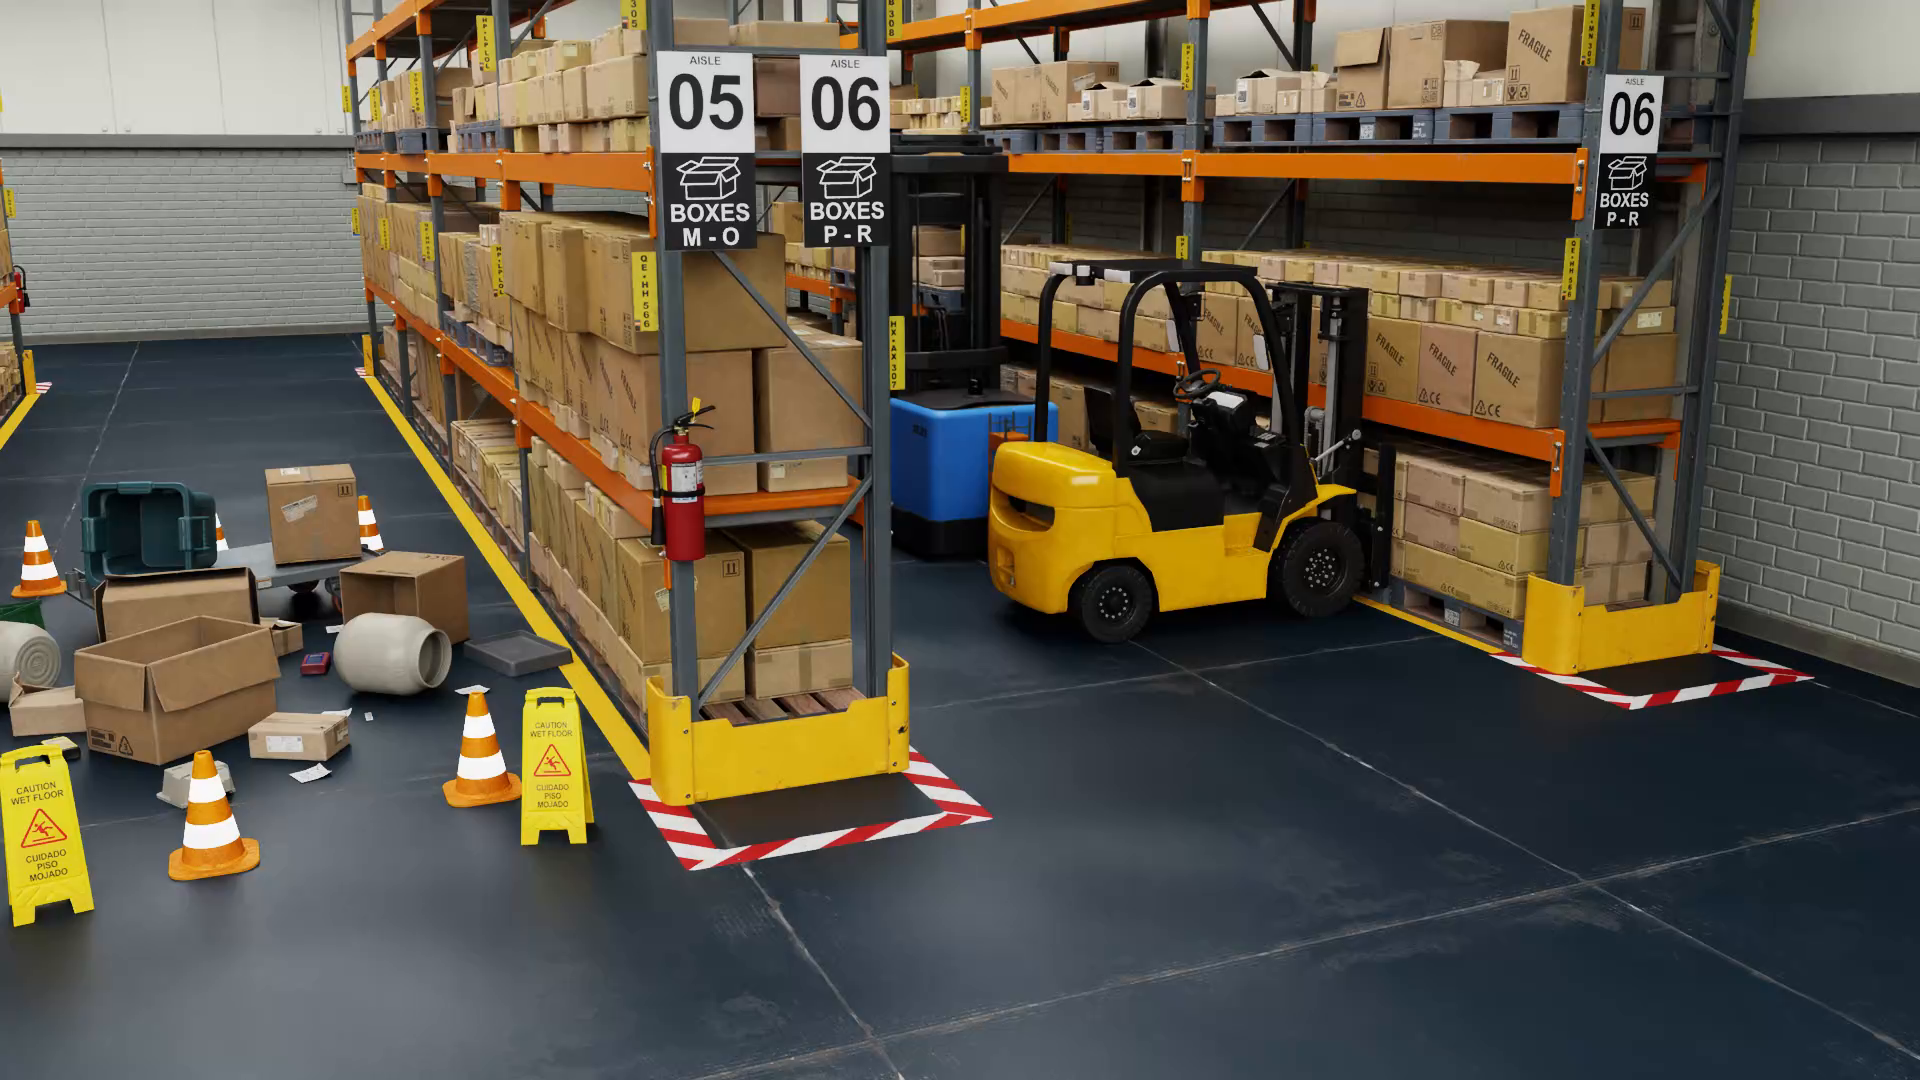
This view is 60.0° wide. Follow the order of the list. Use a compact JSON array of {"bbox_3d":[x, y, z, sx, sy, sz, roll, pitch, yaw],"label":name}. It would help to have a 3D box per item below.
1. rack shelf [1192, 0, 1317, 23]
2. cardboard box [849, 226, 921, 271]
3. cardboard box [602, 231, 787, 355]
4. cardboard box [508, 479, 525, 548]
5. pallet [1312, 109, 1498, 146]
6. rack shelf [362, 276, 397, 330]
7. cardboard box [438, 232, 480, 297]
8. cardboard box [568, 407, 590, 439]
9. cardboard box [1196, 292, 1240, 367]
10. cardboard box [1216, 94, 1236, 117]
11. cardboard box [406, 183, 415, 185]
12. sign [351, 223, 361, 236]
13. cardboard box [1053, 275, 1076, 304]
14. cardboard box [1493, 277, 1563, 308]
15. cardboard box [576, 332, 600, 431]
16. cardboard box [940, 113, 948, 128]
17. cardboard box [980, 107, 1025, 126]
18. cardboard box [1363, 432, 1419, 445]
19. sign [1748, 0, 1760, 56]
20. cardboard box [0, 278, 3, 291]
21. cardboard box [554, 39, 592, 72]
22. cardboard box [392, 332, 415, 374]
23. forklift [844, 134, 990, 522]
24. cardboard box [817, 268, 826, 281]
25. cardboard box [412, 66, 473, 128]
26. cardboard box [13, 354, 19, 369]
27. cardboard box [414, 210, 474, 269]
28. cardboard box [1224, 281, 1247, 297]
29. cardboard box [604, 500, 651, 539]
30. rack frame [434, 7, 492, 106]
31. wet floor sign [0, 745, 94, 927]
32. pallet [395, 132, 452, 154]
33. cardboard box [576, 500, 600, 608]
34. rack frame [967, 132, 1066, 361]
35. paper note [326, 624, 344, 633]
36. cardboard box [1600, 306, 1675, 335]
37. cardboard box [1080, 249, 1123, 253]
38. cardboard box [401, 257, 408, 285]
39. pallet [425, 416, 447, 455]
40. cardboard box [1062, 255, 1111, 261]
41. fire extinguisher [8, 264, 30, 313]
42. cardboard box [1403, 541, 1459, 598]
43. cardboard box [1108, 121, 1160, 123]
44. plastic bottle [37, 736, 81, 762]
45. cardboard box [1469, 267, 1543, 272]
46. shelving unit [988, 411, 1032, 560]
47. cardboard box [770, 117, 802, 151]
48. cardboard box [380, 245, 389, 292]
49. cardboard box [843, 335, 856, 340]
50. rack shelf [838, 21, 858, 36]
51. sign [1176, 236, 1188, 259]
[{"bbox_3d":[2.956,-3.598,10.443,1.077,0.370,4.000,-6,14,-23],"label":"rack shelf"},{"bbox_3d":[-0.854,-3.313,18.880,0.700,0.500,0.500,-5,14,-22],"label":"cardboard box"},{"bbox_3d":[-1.194,-1.125,7.481,0.700,0.500,0.500,-6,14,-24],"label":"cardboard box"},{"bbox_3d":[-2.604,-0.218,11.554,0.950,0.372,0.625,-5,14,-22],"label":"cardboard box"},{"bbox_3d":[3.005,-2.627,10.612,1.003,0.211,1.213,-6,14,-23],"label":"pallet"},{"bbox_3d":[-6.398,-2.901,19.846,1.077,0.370,4.000,-6,14,-23],"label":"rack shelf"},{"bbox_3d":[-4.026,-2.296,13.825,0.500,0.500,0.500,-6,14,-25],"label":"cardboard box"},{"bbox_3d":[-1.929,-0.654,9.101,0.380,0.149,0.250,-6,14,-23],"label":"cardboard box"},{"bbox_3d":[2.093,-1.568,12.269,0.500,0.500,0.500,-6,14,-25],"label":"cardboard box"},{"bbox_3d":[2.056,-3.106,11.891,0.380,0.149,0.250,-5,14,-22],"label":"cardboard box"},{"bbox_3d":[-6.748,-4.410,20.894,0.380,0.149,0.250,-5,14,-22],"label":"cardboard box"},{"bbox_3d":[-9.548,-4.967,26.580,0.327,0.218,0.001,-6,14,-23],"label":"sign"},{"bbox_3d":[1.127,-2.201,14.451,0.500,0.250,0.500,-5,14,-22],"label":"cardboard box"},{"bbox_3d":[3.293,-1.421,9.536,0.380,0.149,0.250,-6,14,-23],"label":"cardboard box"},{"bbox_3d":[-1.653,-0.847,8.496,0.500,0.500,0.500,-6,14,-23],"label":"cardboard box"},{"bbox_3d":[0.022,-4.207,16.689,0.380,0.149,0.250,-5,14,-22],"label":"cardboard box"},{"bbox_3d":[0.414,-3.962,15.549,0.380,0.166,0.250,-6,14,-23],"label":"cardboard box"},{"bbox_3d":[2.669,-0.541,11.003,0.500,0.250,0.500,-6,14,-24],"label":"cardboard box"},{"bbox_3d":[4.268,-2.783,8.974,0.100,0.325,0.005,-6,14,-23],"label":"sign"},{"bbox_3d":[-11.001,-2.876,18.703,0.380,0.149,0.250,-5,14,-21],"label":"cardboard box"},{"bbox_3d":[-1.841,-2.443,8.410,0.380,0.149,0.250,-5,14,-22],"label":"cardboard box"},{"bbox_3d":[-6.469,-2.305,20.428,0.875,0.438,0.875,-5,14,-21],"label":"cardboard box"},{"bbox_3d":[-0.372,-1.604,12.800,1.121,2.935,3.031,-6,14,-25],"label":"forklift"},{"bbox_3d":[-1.533,-3.260,20.358,0.380,0.149,0.250,-5,14,-21],"label":"cardboard box"},{"bbox_3d":[-4.284,-3.792,14.289,0.797,0.503,0.637,-7,15,-26],"label":"cardboard box"},{"bbox_3d":[-11.221,-2.074,19.409,0.380,0.149,0.250,-6,14,-24],"label":"cardboard box"},{"bbox_3d":[-4.654,-2.736,15.099,0.500,0.500,0.500,-5,14,-22],"label":"cardboard box"},{"bbox_3d":[2.146,-1.856,12.076,0.380,0.149,0.250,-5,14,-22],"label":"cardboard box"},{"bbox_3d":[-1.558,-0.117,8.287,0.380,0.149,0.250,-5,14,-21],"label":"cardboard box"},{"bbox_3d":[-3.991,-4.935,13.734,0.949,2.616,0.053,-6,14,-23],"label":"rack frame"},{"bbox_3d":[-3.459,1.083,6.258,0.267,0.644,0.232,-9,16,-33],"label":"wet floor sign"},{"bbox_3d":[-4.752,-3.740,15.643,1.003,0.211,1.213,-5,14,-20],"label":"pallet"},{"bbox_3d":[-1.757,0.057,8.977,0.500,0.500,0.500,-6,14,-24],"label":"cardboard box"},{"bbox_3d":[0.552,-2.461,16.349,1.000,3.000,0.127,-6,14,-23],"label":"rack frame"},{"bbox_3d":[-3.743,0.525,10.034,0.148,0.019,0.142,-6,14,-23],"label":"paper note"},{"bbox_3d":[3.859,-1.266,9.528,0.380,0.149,0.250,-6,14,-24],"label":"cardboard box"},{"bbox_3d":[1.319,-2.568,15.153,0.380,0.149,0.250,-6,14,-23],"label":"cardboard box"},{"bbox_3d":[-5.266,-2.680,16.522,0.500,0.250,0.500,-5,14,-22],"label":"cardboard box"},{"bbox_3d":[-4.726,-1.074,16.544,1.003,0.211,1.213,-6,14,-23],"label":"pallet"},{"bbox_3d":[1.098,-2.359,14.248,0.380,0.149,0.250,-6,14,-24],"label":"cardboard box"},{"bbox_3d":[-11.372,-3.071,19.984,0.296,0.674,0.183,-6,14,-23],"label":"fire extinguisher"},{"bbox_3d":[3.089,0.155,10.214,0.500,0.250,0.500,-6,14,-23],"label":"cardboard box"},{"bbox_3d":[1.475,-3.629,14.108,0.380,0.166,0.250,-6,14,-23],"label":"cardboard box"},{"bbox_3d":[-4.314,0.994,7.941,0.133,0.061,0.283,-12,18,-42],"label":"plastic bottle"},{"bbox_3d":[3.411,-1.621,10.402,0.380,0.149,0.250,-5,14,-21],"label":"cardboard box"},{"bbox_3d":[0.344,-0.353,11.566,0.215,1.050,0.252,-6,14,-25],"label":"shelving unit"},{"bbox_3d":[-0.625,-1.796,7.380,0.380,0.149,0.250,-6,14,-23],"label":"cardboard box"},{"bbox_3d":[-6.228,-3.065,18.740,0.500,0.500,0.500,-6,14,-24],"label":"cardboard box"},{"bbox_3d":[-1.063,-2.154,19.635,0.500,0.500,0.500,-5,14,-21],"label":"cardboard box"},{"bbox_3d":[-1.851,-6.366,21.088,0.919,0.124,3.809,-6,14,-23],"label":"rack shelf"},{"bbox_3d":[1.661,-2.109,12.437,0.100,0.325,0.005,-6,14,-23],"label":"sign"}]
